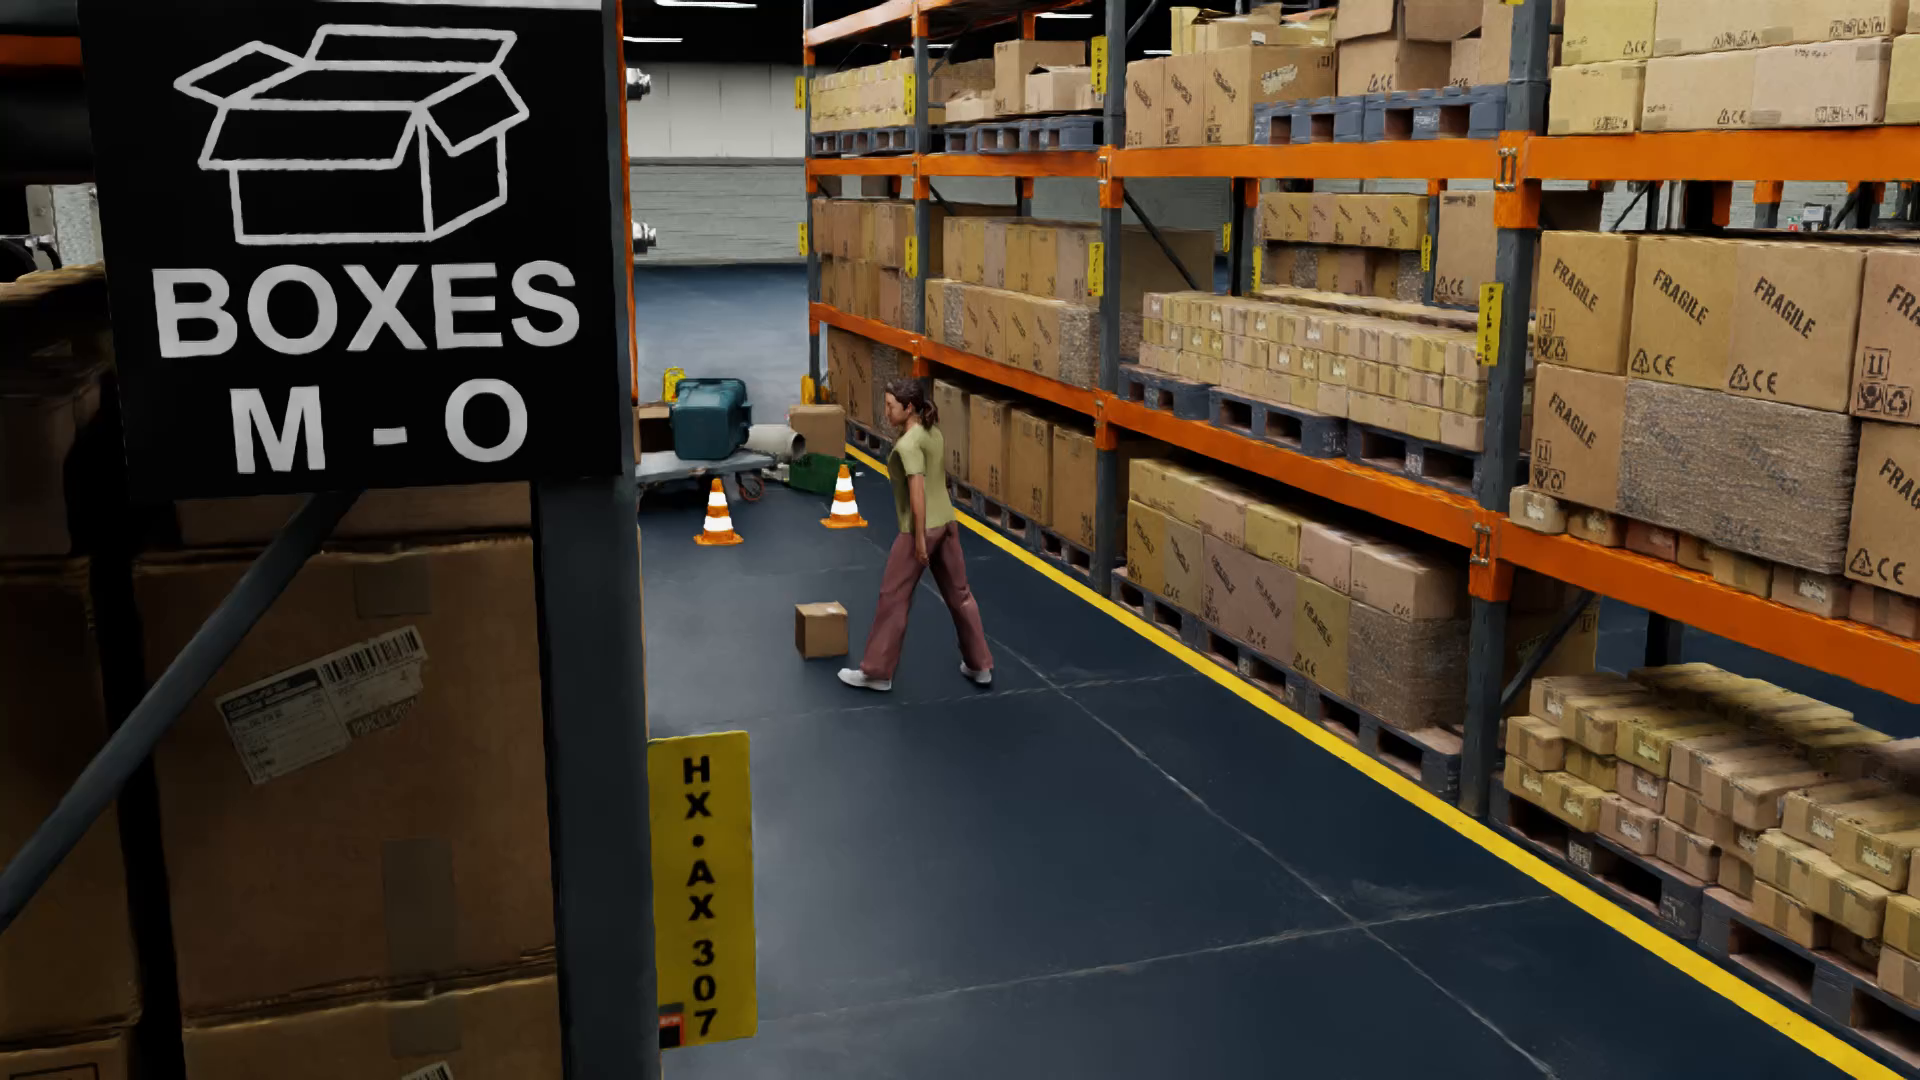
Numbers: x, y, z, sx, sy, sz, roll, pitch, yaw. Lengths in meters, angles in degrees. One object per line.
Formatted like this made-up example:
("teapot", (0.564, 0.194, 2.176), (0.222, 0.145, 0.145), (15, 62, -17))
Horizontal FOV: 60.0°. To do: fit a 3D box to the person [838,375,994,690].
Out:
("person", (-0.200, -0.048, 8.742), (0.747, 1.641, 0.603), (6, 14, 26))
